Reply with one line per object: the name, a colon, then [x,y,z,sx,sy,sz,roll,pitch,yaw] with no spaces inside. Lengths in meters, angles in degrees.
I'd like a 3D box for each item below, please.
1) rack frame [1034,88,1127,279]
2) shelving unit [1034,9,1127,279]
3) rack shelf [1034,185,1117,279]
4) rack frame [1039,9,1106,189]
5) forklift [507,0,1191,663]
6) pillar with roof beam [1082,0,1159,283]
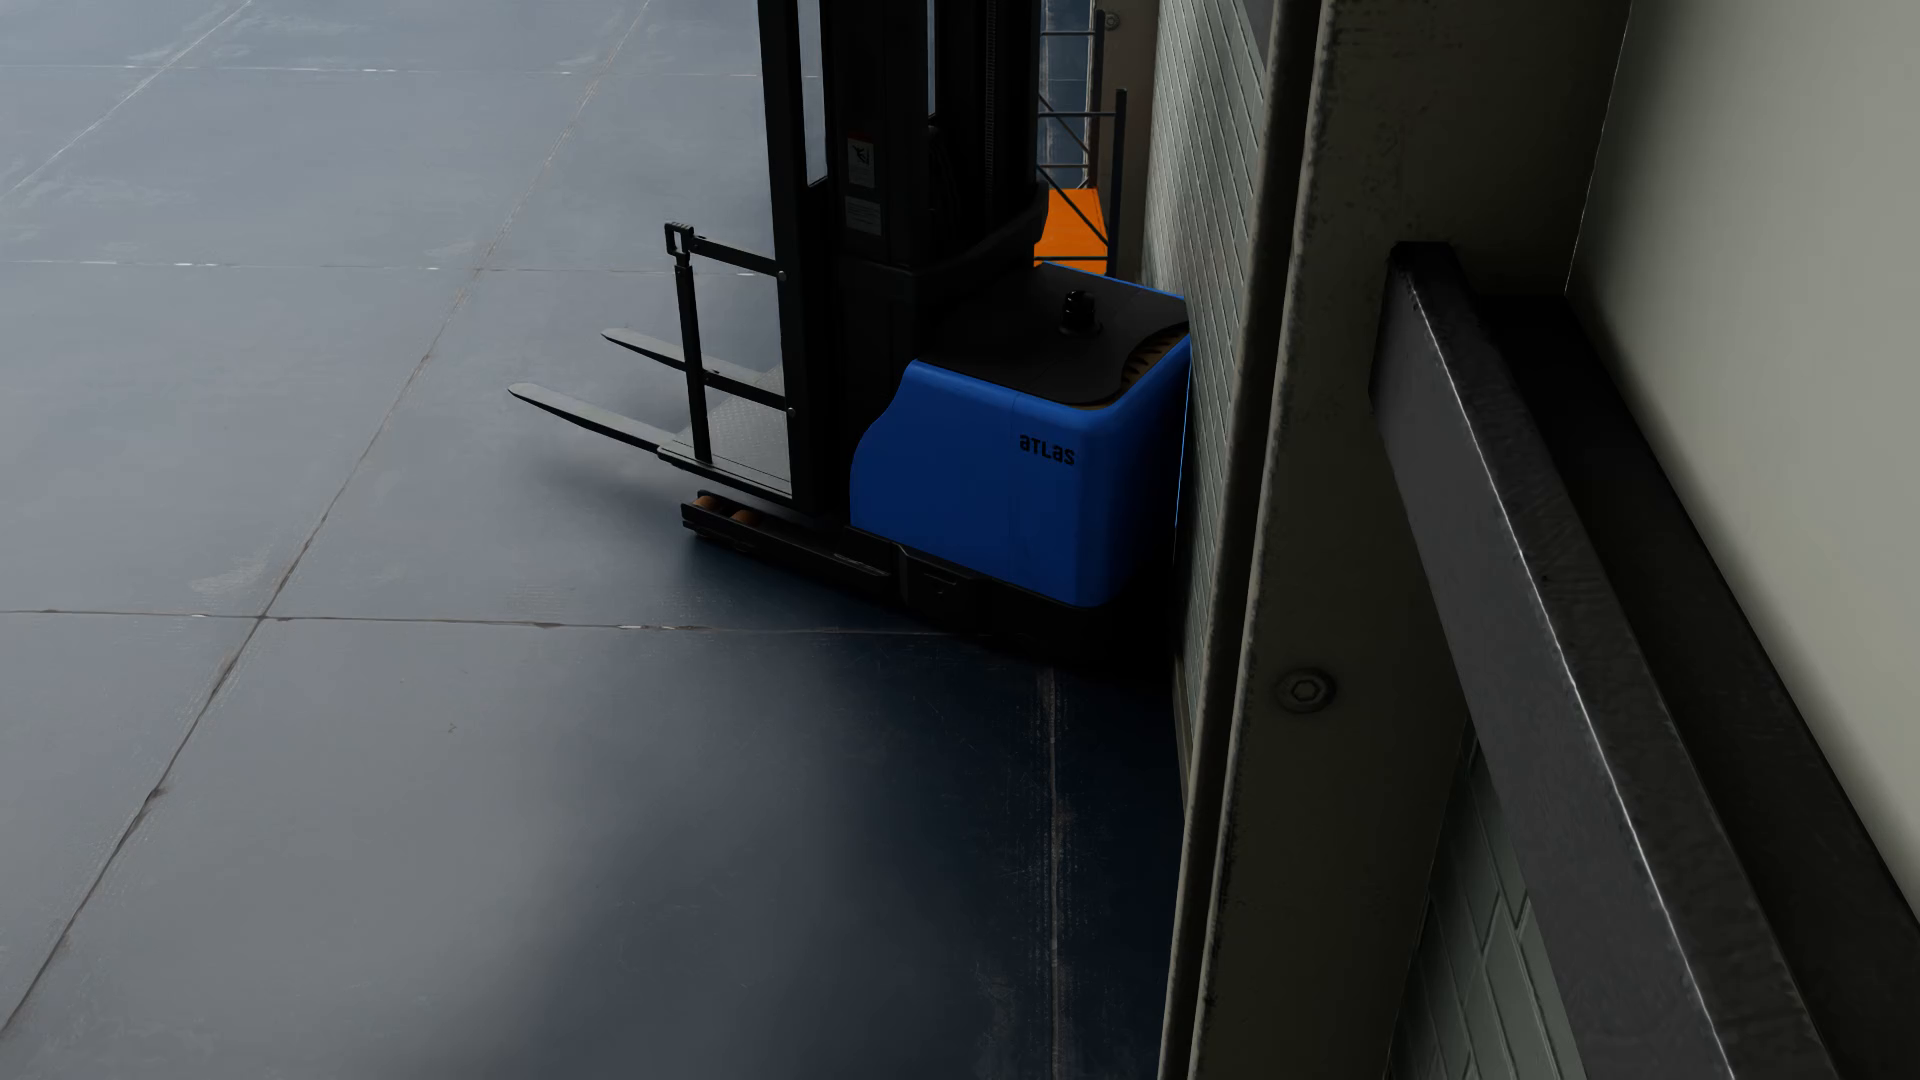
rack frame: [0.427,-1.211,7.169,0.500,1.500,0.032,0,35,-1]
shelving unit: [0.419,-1.508,7.592,0.587,1.500,1.083,0,35,-1]
rack shelf: [0.419,-1.356,7.688,0.538,0.185,1.000,0,35,-1]
rack frame: [0.412,-1.795,8.000,0.500,1.500,0.032,0,35,-1]
forklift: [-0.529,-1.388,6.175,3.031,2.935,1.130,20,40,25]
pillar with roof beam: [-3.523,-5.134,6.229,9.100,9.000,0.400,1,35,2]
